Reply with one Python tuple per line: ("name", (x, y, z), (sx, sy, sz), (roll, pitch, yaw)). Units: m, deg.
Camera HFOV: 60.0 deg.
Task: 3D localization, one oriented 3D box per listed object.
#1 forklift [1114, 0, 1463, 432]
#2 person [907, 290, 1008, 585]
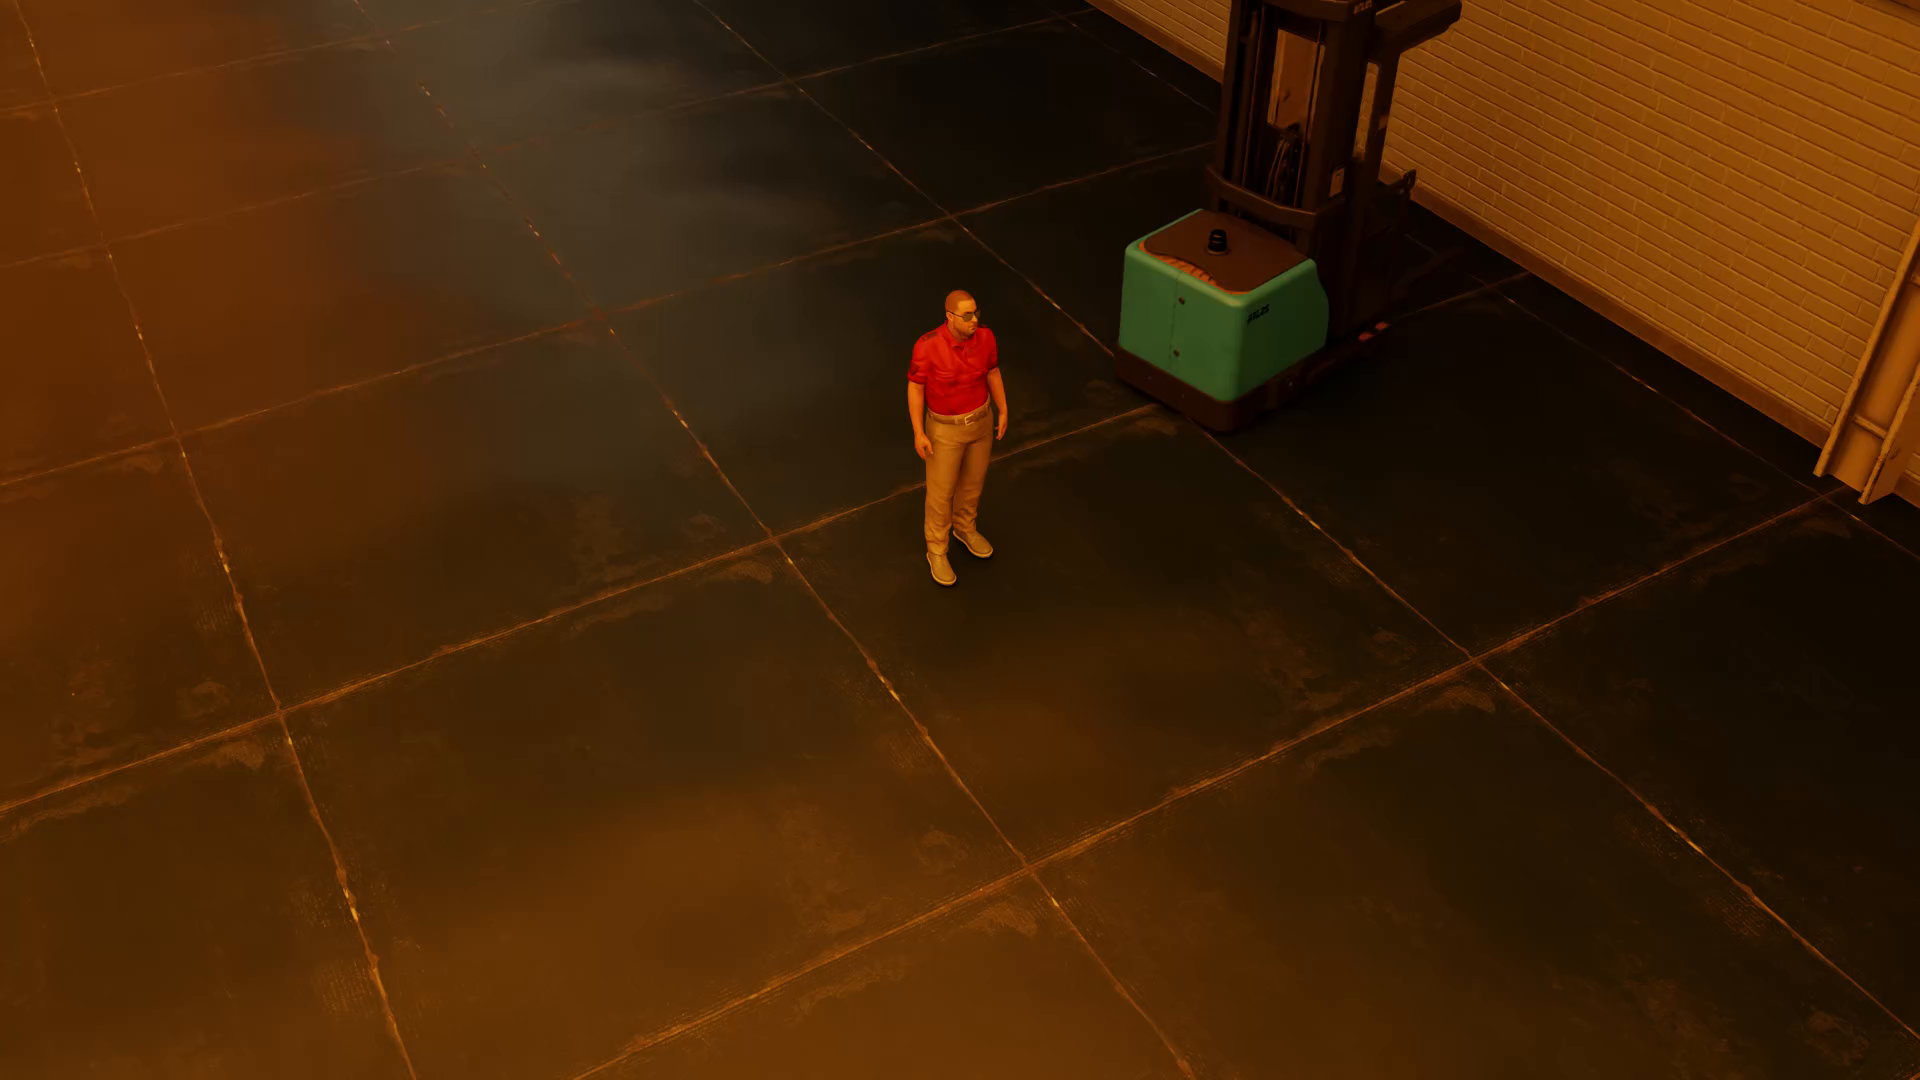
("forklift", (2.498, -2.669, 11.254), (3.031, 2.935, 1.130), (-31, 49, -32))
("person", (0.035, -0.618, 9.711), (0.641, 1.728, 0.550), (-20, 44, -23))
